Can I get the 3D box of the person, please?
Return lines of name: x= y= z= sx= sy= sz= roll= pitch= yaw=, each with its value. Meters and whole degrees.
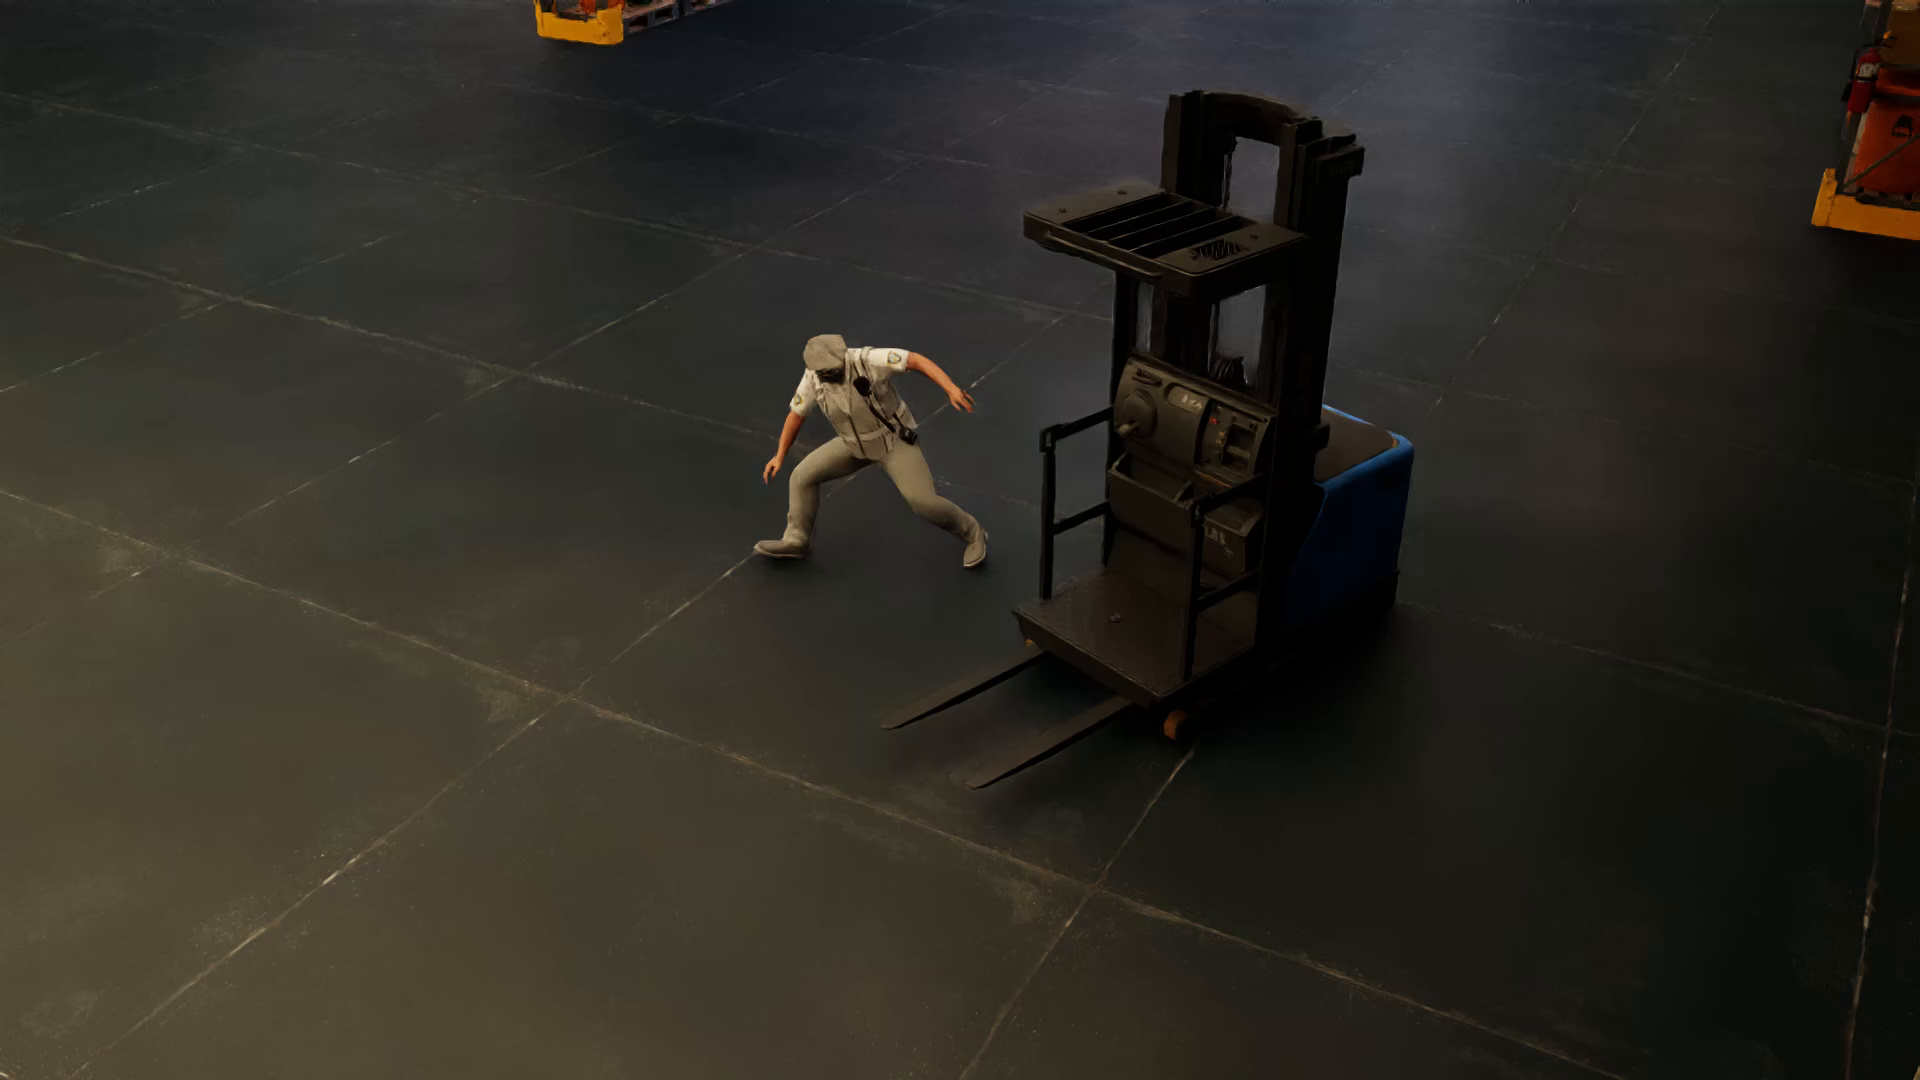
person: x=-0.491 y=-0.512 z=9.441 sx=1.252 sy=1.466 sz=0.760 roll=13 pitch=33 yaw=22

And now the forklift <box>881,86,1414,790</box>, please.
forklift: x=0.974 y=-0.561 z=8.043 sx=3.031 sy=2.935 sz=1.130 roll=-24 pitch=37 yaw=-35
